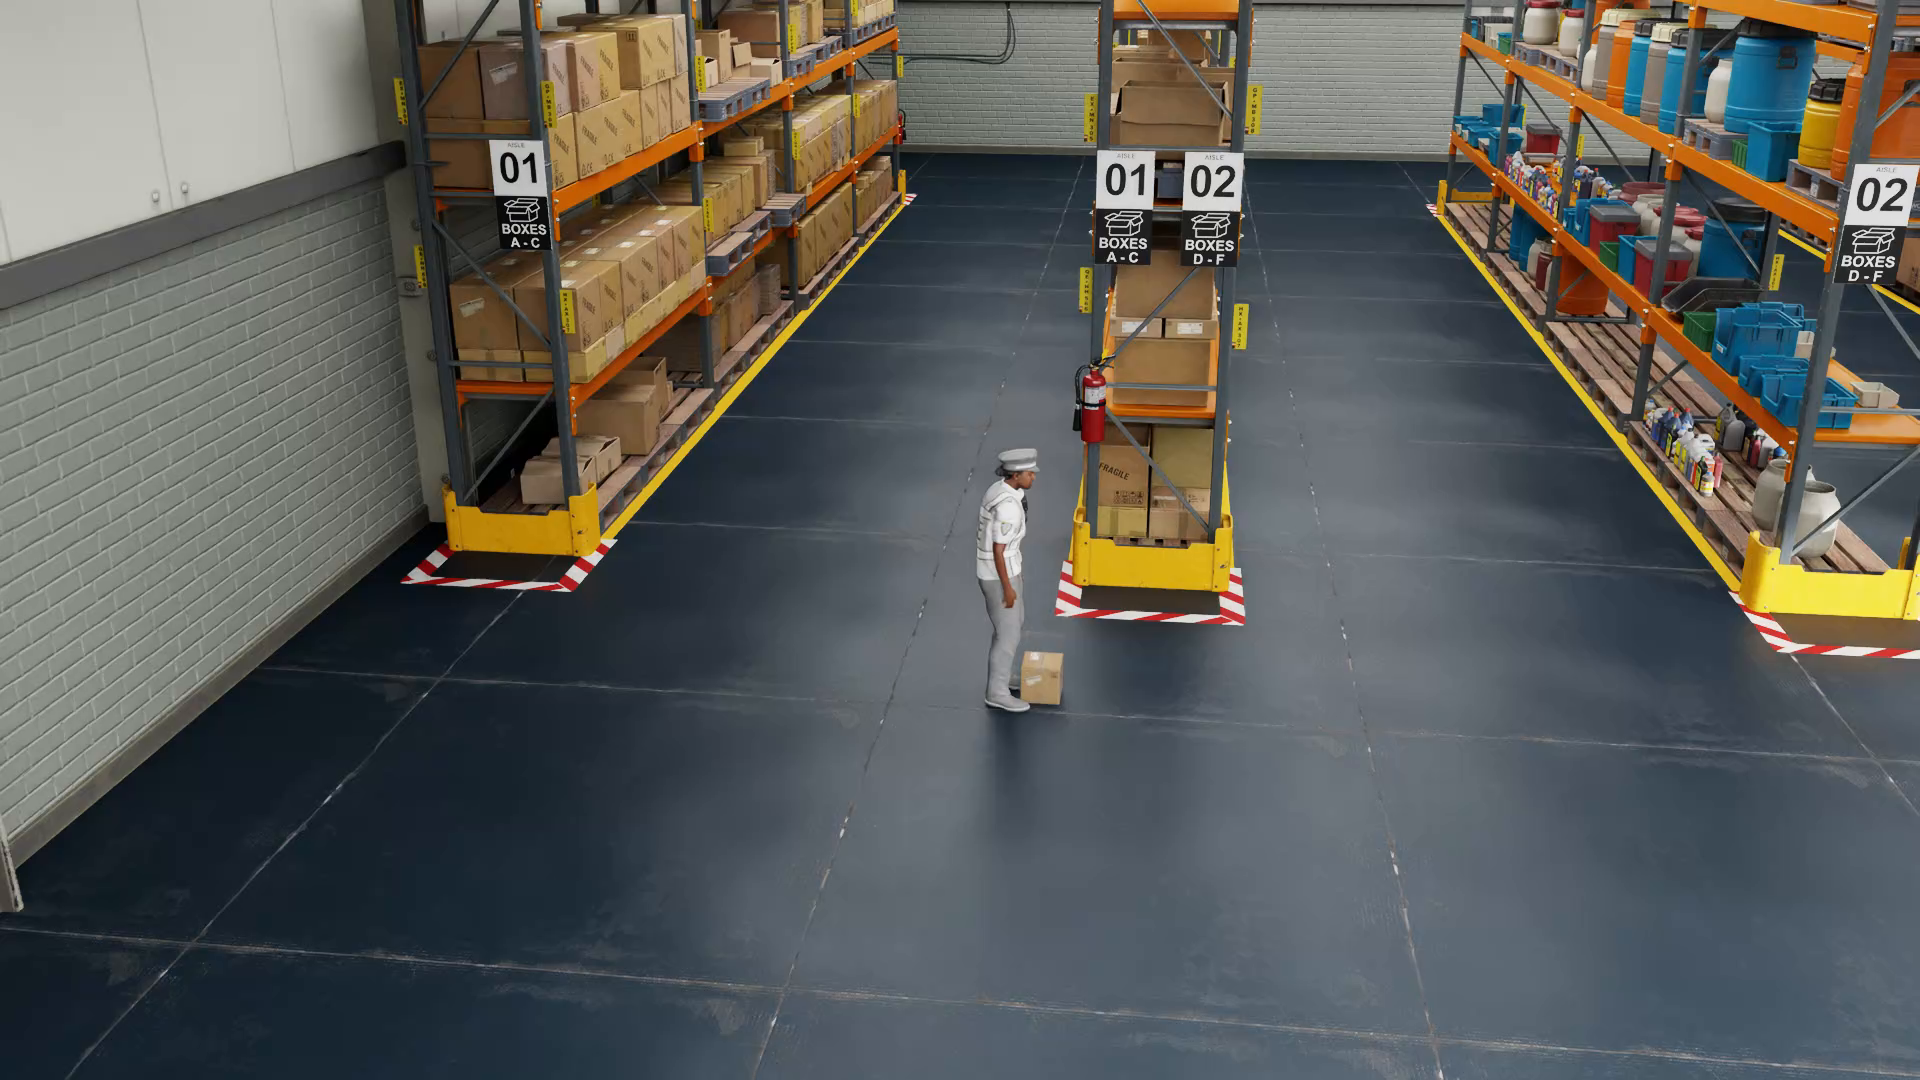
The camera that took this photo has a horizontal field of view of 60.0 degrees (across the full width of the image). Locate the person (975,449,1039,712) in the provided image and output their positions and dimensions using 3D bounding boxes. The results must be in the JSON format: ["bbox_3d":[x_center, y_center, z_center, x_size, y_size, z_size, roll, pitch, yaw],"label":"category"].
[{"bbox_3d":[0.292,0.230,10.497,0.395,1.658,0.523,1,21,3],"label":"person"}]
